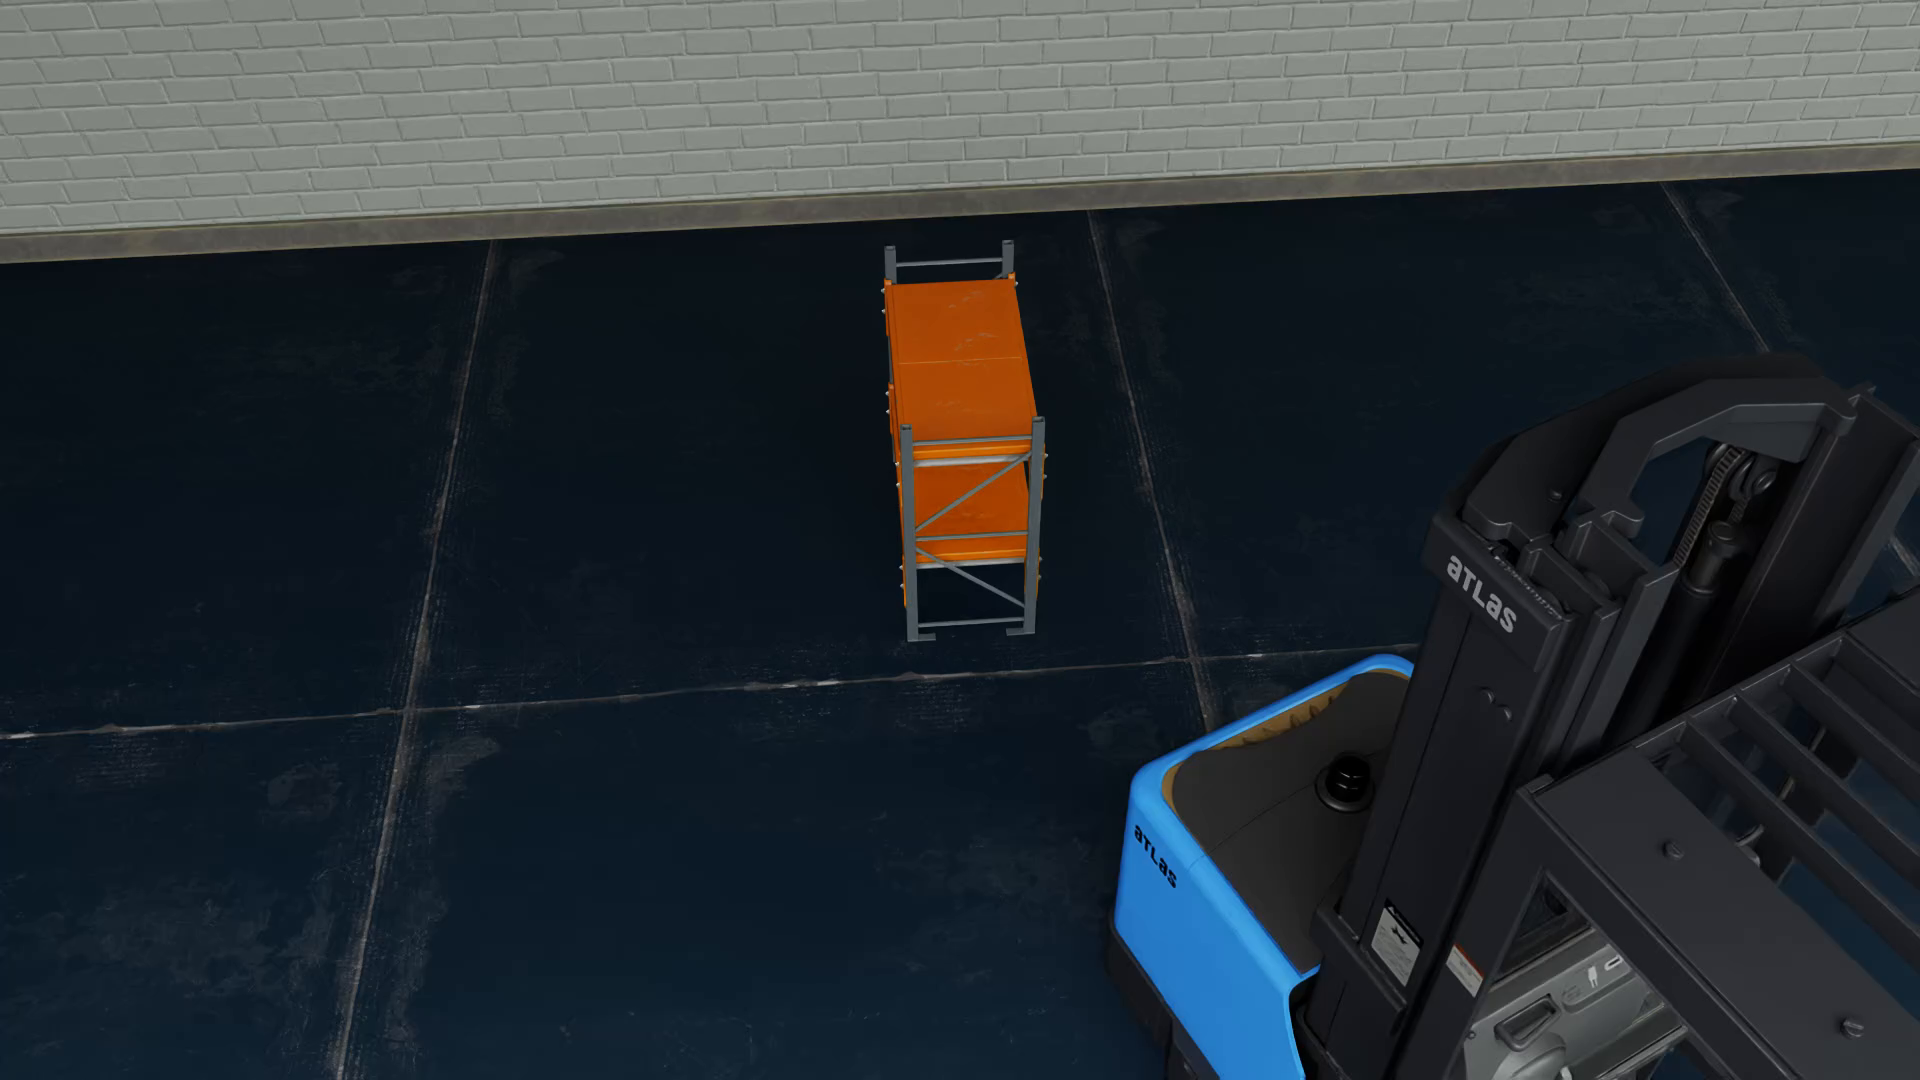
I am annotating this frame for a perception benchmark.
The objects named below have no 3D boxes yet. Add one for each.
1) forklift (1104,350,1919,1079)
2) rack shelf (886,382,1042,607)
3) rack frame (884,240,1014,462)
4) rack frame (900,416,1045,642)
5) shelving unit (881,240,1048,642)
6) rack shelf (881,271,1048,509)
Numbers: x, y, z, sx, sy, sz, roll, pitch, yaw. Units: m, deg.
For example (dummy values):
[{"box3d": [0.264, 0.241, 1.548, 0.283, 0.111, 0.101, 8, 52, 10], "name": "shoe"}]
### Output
[{"box3d": [1.634, 1.162, 3.768, 1.130, 2.935, 3.031, -22, 50, -20], "name": "forklift"}, {"box3d": [0.001, -0.214, 6.651, 0.538, 0.278, 1.000, -3, 47, -3], "name": "rack shelf"}, {"box3d": [-0.042, -0.750, 6.822, 0.500, 1.125, 0.032, -3, 47, -3], "name": "rack frame"}, {"box3d": [0.043, -0.014, 6.125, 0.500, 1.125, 0.032, -3, 47, -3], "name": "rack frame"}, {"box3d": [0.001, -0.382, 6.473, 0.538, 1.125, 1.048, -3, 47, -3], "name": "shelving unit"}, {"box3d": [0.001, -0.583, 6.261, 0.538, 0.278, 1.000, -3, 47, -3], "name": "rack shelf"}]
